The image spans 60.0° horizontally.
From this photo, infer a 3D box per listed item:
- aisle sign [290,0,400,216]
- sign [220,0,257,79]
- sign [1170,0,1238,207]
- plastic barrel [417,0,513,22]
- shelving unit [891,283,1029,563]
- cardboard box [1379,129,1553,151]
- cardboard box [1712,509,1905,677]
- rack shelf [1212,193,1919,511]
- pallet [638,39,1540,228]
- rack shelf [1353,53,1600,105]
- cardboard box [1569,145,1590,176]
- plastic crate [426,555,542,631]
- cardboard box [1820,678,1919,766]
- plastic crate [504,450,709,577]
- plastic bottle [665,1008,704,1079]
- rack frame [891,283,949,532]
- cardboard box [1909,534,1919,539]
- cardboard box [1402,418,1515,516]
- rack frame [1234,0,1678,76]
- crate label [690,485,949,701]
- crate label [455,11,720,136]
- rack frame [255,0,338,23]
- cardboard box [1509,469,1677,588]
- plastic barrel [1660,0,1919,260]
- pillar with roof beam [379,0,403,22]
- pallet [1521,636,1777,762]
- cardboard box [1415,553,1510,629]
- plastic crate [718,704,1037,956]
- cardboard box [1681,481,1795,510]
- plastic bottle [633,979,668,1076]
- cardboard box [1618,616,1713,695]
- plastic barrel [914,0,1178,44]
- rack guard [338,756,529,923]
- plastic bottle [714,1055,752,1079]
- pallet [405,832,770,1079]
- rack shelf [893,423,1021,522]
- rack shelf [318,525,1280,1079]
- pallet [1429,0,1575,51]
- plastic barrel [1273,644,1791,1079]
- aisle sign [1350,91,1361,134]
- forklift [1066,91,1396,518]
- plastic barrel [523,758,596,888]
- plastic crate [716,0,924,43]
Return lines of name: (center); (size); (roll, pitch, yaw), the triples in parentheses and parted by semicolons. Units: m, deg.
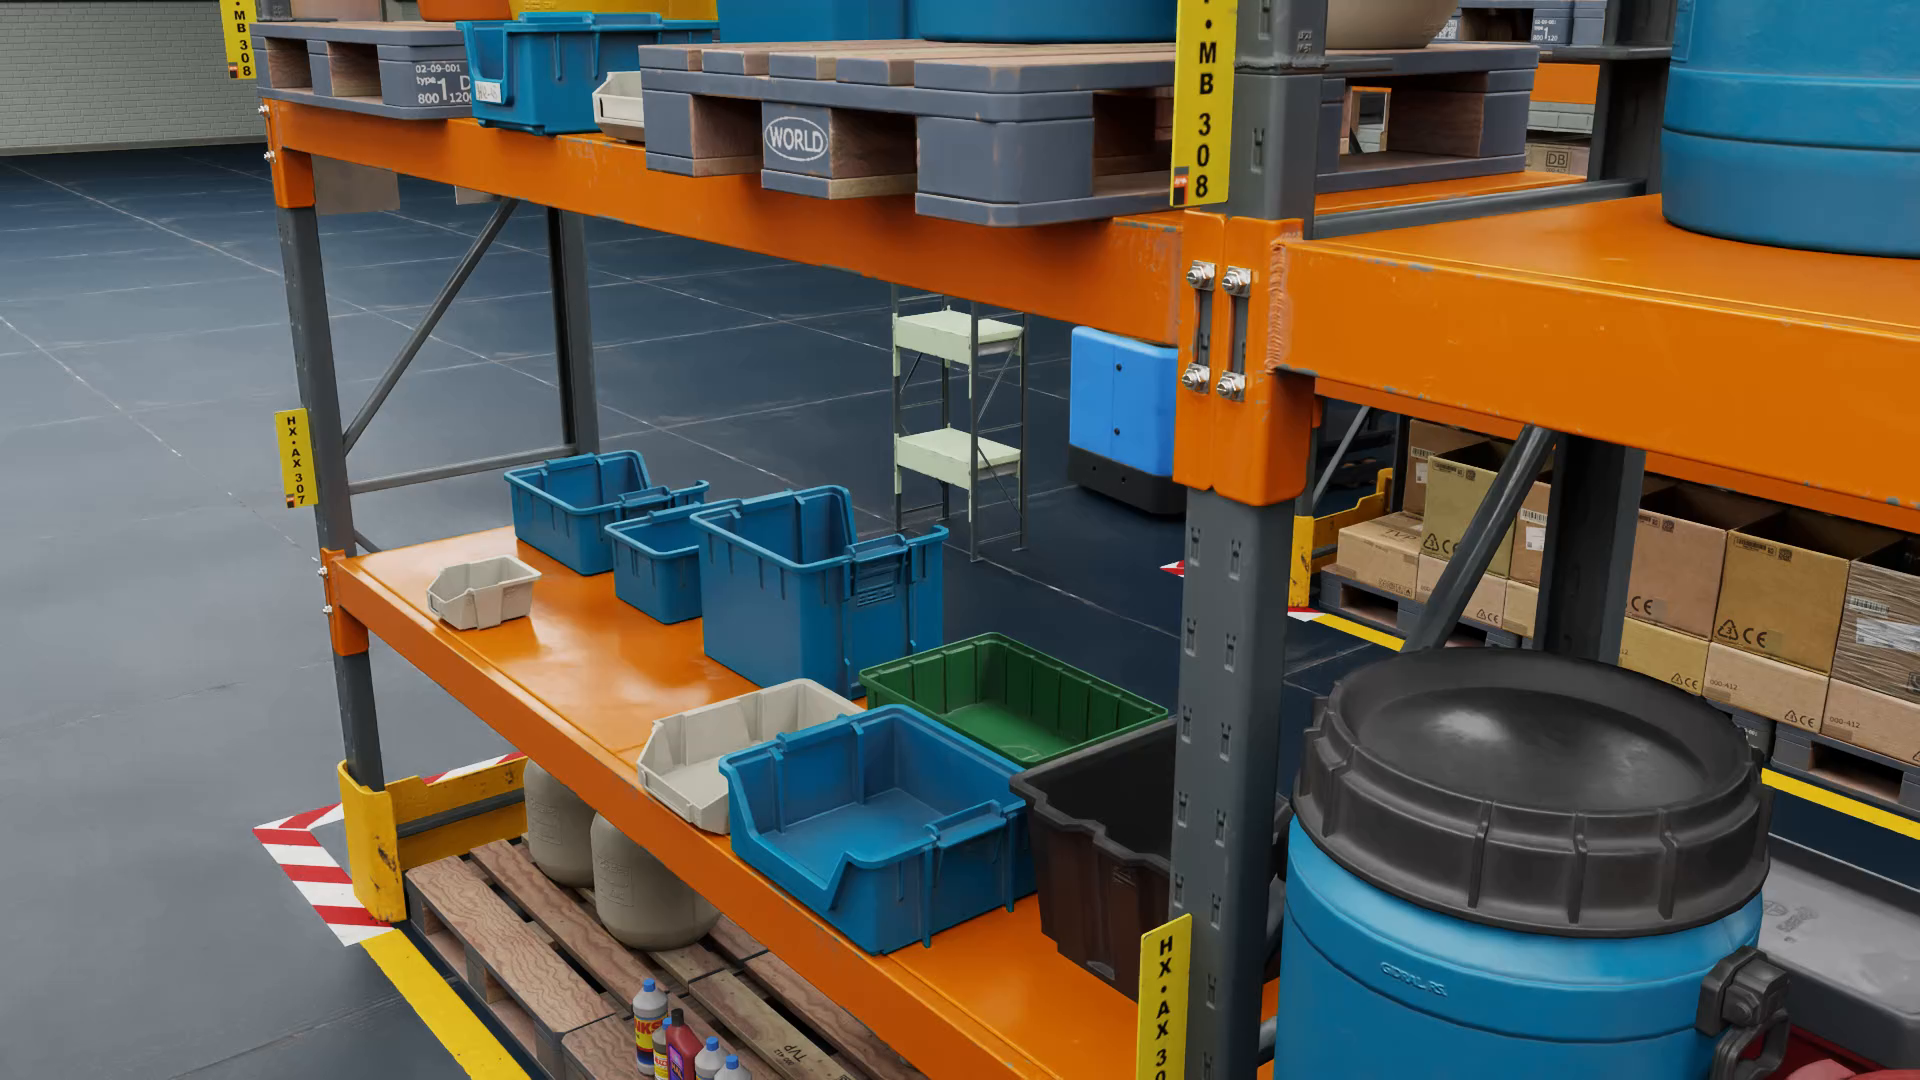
aisle sign: (-2.017, -1.436, 5.293); (0.394, 0.787, 0.004); (-14, 23, -36)
sign: (-2.176, -1.564, 5.027); (0.100, 0.325, 0.005); (-14, 23, -36)
sign: (0.303, -0.580, 2.055); (0.100, 0.325, 0.005); (-14, 23, -36)
plastic barrel: (-1.341, -1.974, 4.929); (0.600, 0.830, 0.708); (-14, 23, -36)
shelving unit: (-0.004, -0.714, 9.632); (0.431, 1.500, 0.755); (-14, 23, -36)
cardboard box: (2.455, -1.740, 8.124); (0.700, 0.500, 0.500); (-14, 23, -36)
cardboard box: (3.552, 0.208, 6.974); (0.500, 0.500, 0.500); (-14, 23, -36)
rack shelf: (1.983, 0.154, 0.997); (1.077, 0.370, 4.000); (-14, 23, -36)
pallet: (0.216, -0.749, 2.882); (1.213, 0.211, 1.003); (-14, 23, -36)
rack shelf: (3.384, -1.797, 6.891); (1.077, 0.370, 4.000); (-14, 23, -36)
cardboard box: (3.100, -1.488, 7.361); (0.700, 0.500, 0.500); (-14, 23, -36)
plastic crate: (-1.439, 0.167, 5.007); (0.298, 0.136, 0.250); (-14, 23, -36)
cardboard box: (3.864, 0.687, 6.721); (0.500, 0.250, 0.500); (-14, 23, -36)
plastic crate: (-1.197, -0.106, 5.648); (0.499, 0.251, 0.616); (-14, 23, -36)
plastic bottle: (-0.735, 1.406, 4.467); (0.061, 0.283, 0.133); (-14, 23, -35)
rack frame: (-0.231, -0.804, 9.904); (0.400, 1.500, 0.023); (-14, 23, -36)
cardboard box: (4.267, 0.231, 6.906); (0.500, 0.500, 0.500); (-14, 23, -36)
cardboard box: (2.709, -0.384, 8.762); (0.500, 0.500, 0.500); (-14, 23, -36)
rack frame: (0.741, -2.104, 1.901); (1.000, 3.000, 0.127); (-14, 23, -36)
crate label: (-0.388, 0.142, 4.605); (0.502, 0.435, 0.616); (-14, 23, -36)
crate label: (-0.839, -1.069, 3.785); (0.502, 0.251, 0.408); (-14, 23, -36)
rack frame: (-1.743, -3.090, 4.878); (1.000, 3.000, 0.127); (-14, 23, -36)
cardboard box: (2.934, -0.039, 7.720); (0.500, 0.500, 0.500); (-14, 23, -36)
plastic barrel: (1.227, -0.835, 2.043); (0.600, 0.901, 0.708); (-14, 23, -36)
pillar with roof beam: (-14.865, -11.572, 30.494); (9.100, 9.000, 0.400); (-14, 23, -36)
pallet: (3.404, 0.597, 7.724); (1.003, 0.211, 1.213); (-14, 23, -36)
cardboard box: (2.615, 0.196, 8.204); (0.500, 0.250, 0.500); (-14, 23, -36)
plastic crate: (-0.159, 0.595, 3.531); (0.499, 0.251, 0.616); (-14, 23, -36)
cardboard box: (3.651, -0.017, 7.654); (0.500, 0.500, 0.500); (-14, 23, -36)
plastic bottle: (-0.861, 1.352, 4.648); (0.097, 0.271, 0.097); (0, 18, 0)
cardboard box: (3.231, 0.444, 7.456); (0.500, 0.250, 0.500); (-14, 23, -36)
plastic barrel: (0.207, -1.384, 3.032); (0.600, 0.901, 0.708); (-14, 23, -36)
rack guard: (-1.658, 0.954, 6.185); (1.175, 0.500, 0.348); (-14, 23, -36)
plastic bottle: (-0.586, 1.461, 4.318); (0.097, 0.271, 0.097); (0, 18, 0)
pallet: (-1.158, 1.293, 5.623); (1.003, 0.211, 1.213); (-14, 23, -36)
rack shelf: (-0.004, -0.404, 9.734); (0.431, 0.370, 0.720); (-14, 23, -36)
rack shelf: (-0.501, 0.593, 4.446); (1.077, 0.370, 4.000); (-14, 23, -36)
pallet: (2.561, -2.410, 7.739); (1.003, 0.211, 1.213); (-14, 23, -36)
plastic barrel: (0.743, 0.660, 2.299); (0.600, 0.901, 0.708); (-14, 23, -36)
aisle sign: (1.862, -2.398, 8.197); (0.394, 0.787, 0.004); (-14, 23, -36)
forklift: (2.215, -1.857, 10.807); (3.031, 2.935, 1.130); (-11, 21, -30)
plastic barrel: (-1.274, 0.887, 5.701); (0.421, 0.512, 0.421); (0, 18, 0)
plastic crate: (-0.323, -1.247, 4.110); (0.392, 0.384, 0.575); (-14, 23, -36)
